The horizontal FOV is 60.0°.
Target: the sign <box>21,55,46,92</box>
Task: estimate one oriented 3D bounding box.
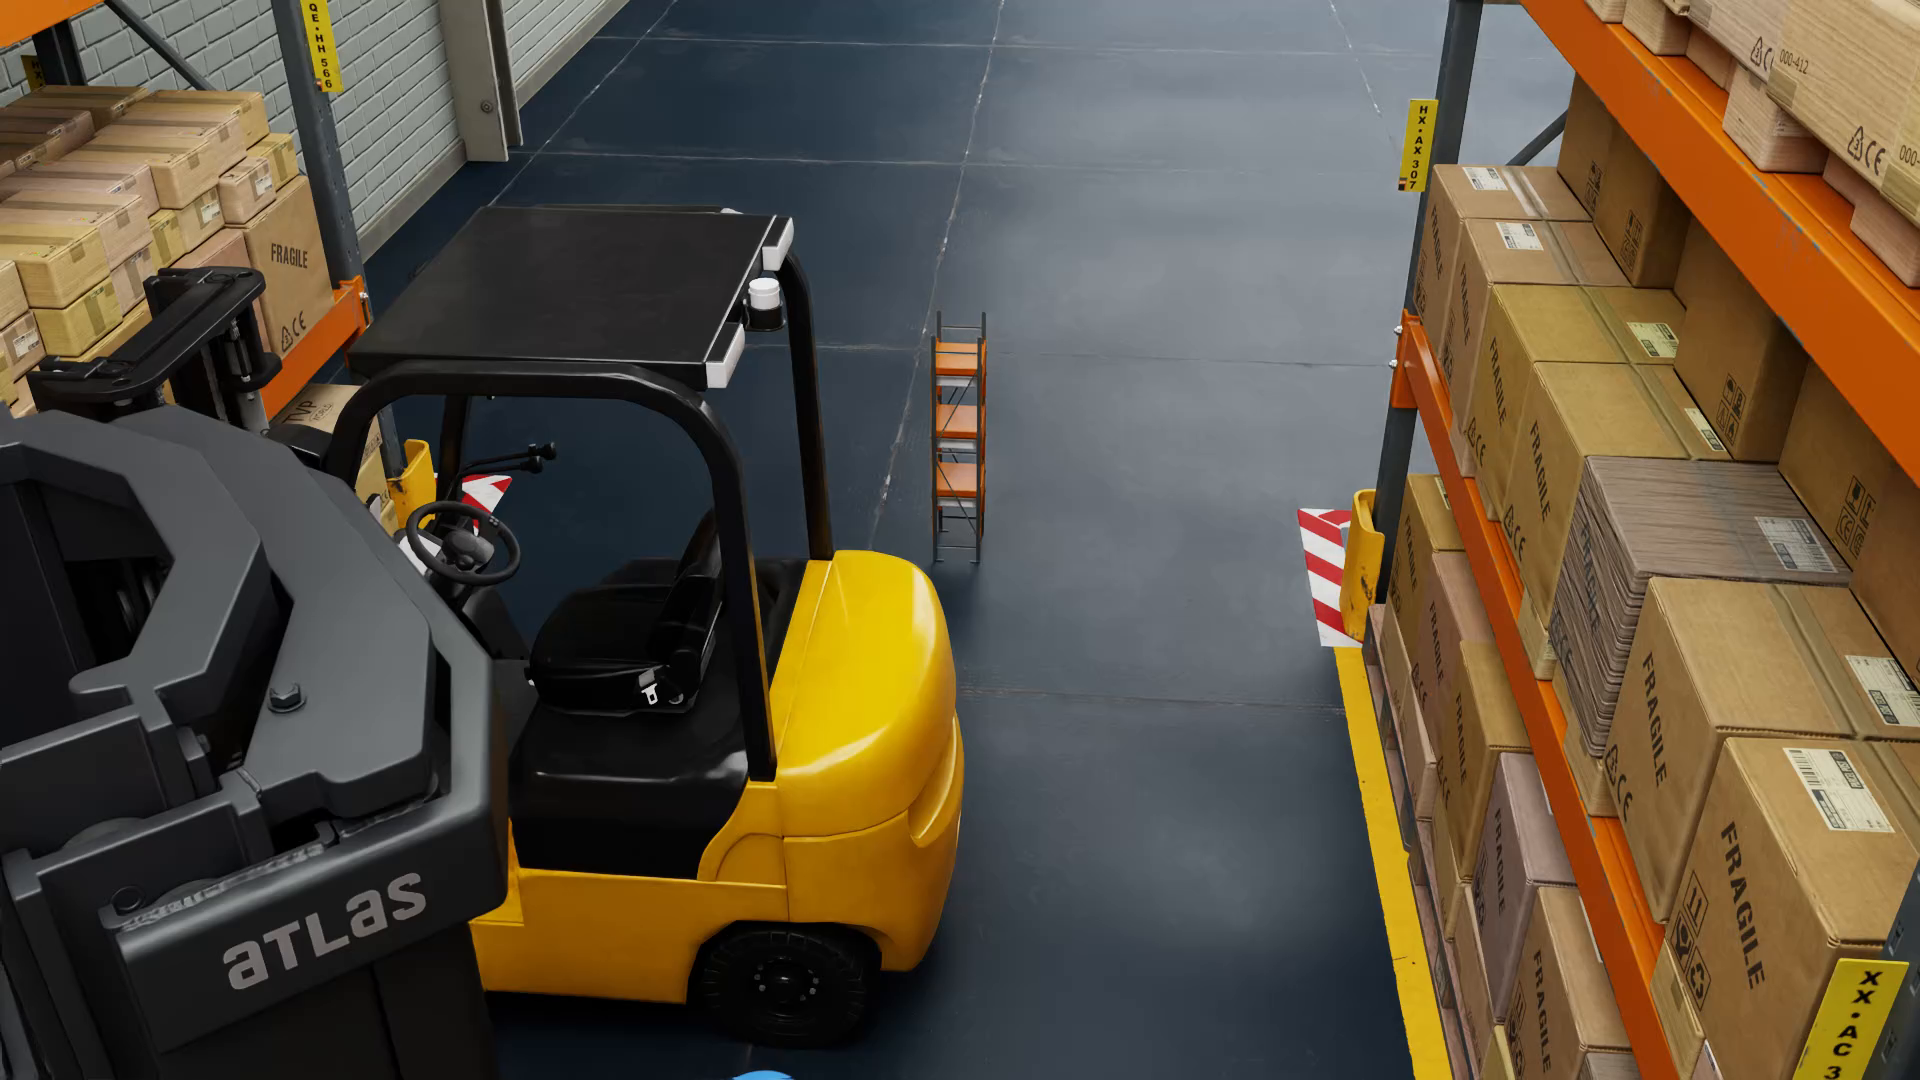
[{"bbox_3d":[-3.361,-1.620,6.119,0.100,0.325,0.005,2,32,4],"label":"sign"}]

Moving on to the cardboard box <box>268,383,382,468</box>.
[{"bbox_3d":[-2.535,-0.371,6.260,0.500,0.250,0.500,3,32,6],"label":"cardboard box"}]

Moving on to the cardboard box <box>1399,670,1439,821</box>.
[{"bbox_3d":[1.749,0.688,5.496,0.500,0.250,0.500,4,32,6],"label":"cardboard box"}]

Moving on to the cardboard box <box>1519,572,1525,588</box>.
[{"bbox_3d":[1.730,0.108,4.456,0.380,0.149,0.250,2,32,3],"label":"cardboard box"}]

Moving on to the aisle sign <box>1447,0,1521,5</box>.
[{"bbox_3d":[1.835,-2.133,5.374,0.394,0.787,0.004,2,32,4],"label":"aisle sign"}]

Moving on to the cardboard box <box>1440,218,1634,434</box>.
[{"bbox_3d":[1.785,-0.643,5.056,0.500,0.500,0.500,3,32,5],"label":"cardboard box"}]

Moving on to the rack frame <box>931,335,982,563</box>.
[{"bbox_3d":[-0.014,-0.355,6.826,0.200,1.050,0.008,2,32,4],"label":"rack frame"}]

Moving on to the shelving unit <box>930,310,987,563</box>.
[{"bbox_3d":[-0.004,-0.419,6.929,0.215,1.050,0.252,2,32,4],"label":"shelving unit"}]

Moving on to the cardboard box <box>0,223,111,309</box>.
[{"bbox_3d":[-2.632,-0.768,4.640,0.380,0.149,0.250,3,32,5],"label":"cardboard box"}]

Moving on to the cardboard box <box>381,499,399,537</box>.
[{"bbox_3d":[-2.532,0.060,6.514,0.500,0.250,0.500,3,32,4],"label":"cardboard box"}]

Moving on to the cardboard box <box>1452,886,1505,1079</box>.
[{"bbox_3d":[1.673,1.238,4.603,0.500,0.250,0.500,3,32,5],"label":"cardboard box"}]

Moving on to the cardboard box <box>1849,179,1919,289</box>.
[{"bbox_3d":[1.640,-0.500,2.583,0.380,0.149,0.250,3,32,4],"label":"cardboard box"}]

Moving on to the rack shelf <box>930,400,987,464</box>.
[{"bbox_3d":[-0.004,-0.410,6.935,0.215,0.259,0.240,2,32,4],"label":"rack shelf"}]

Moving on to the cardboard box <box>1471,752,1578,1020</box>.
[{"bbox_3d":[1.674,0.930,4.388,0.500,0.500,0.500,4,32,7],"label":"cardboard box"}]

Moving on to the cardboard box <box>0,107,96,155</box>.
[{"bbox_3d":[-3.133,-1.333,5.557,0.380,0.149,0.250,4,32,6],"label":"cardboard box"}]

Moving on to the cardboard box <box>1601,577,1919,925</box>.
[{"bbox_3d":[1.637,0.429,3.315,0.500,0.500,0.500,3,32,6],"label":"cardboard box"}]

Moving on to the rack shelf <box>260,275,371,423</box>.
[{"bbox_3d":[-2.971,0.161,4.815,1.077,0.370,4.000,2,32,4],"label":"rack shelf"}]

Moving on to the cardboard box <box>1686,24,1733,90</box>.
[{"bbox_3d":[1.756,-1.041,3.461,0.380,0.149,0.250,2,32,4],"label":"cardboard box"}]

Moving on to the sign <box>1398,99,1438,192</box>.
[{"bbox_3d":[1.598,-1.372,5.793,0.100,0.325,0.005,2,32,4],"label":"sign"}]

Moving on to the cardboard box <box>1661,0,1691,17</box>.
[{"bbox_3d":[1.703,-1.268,3.448,0.500,0.250,0.500,3,32,5],"label":"cardboard box"}]

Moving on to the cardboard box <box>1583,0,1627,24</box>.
[{"bbox_3d":[1.687,-1.315,3.906,0.380,0.149,0.250,3,32,5],"label":"cardboard box"}]

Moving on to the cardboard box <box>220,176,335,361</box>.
[{"bbox_3d":[-2.587,-0.965,5.861,0.500,0.500,0.500,2,32,3],"label":"cardboard box"}]

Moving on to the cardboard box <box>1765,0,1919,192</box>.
[{"bbox_3d":[1.621,-0.735,2.585,0.500,0.250,0.500,2,32,3],"label":"cardboard box"}]

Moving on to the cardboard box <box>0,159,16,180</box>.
[{"bbox_3d":[-3.146,-1.067,5.125,0.380,0.149,0.250,3,32,4],"label":"cardboard box"}]

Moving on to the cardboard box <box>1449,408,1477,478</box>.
[{"bbox_3d":[1.730,-0.306,5.127,0.380,0.149,0.250,3,32,5],"label":"cardboard box"}]

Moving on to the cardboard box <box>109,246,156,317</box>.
[{"bbox_3d":[-2.637,-0.777,4.939,0.380,0.149,0.250,1,32,2],"label":"cardboard box"}]

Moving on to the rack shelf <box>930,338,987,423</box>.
[{"bbox_3d":[-0.004,-0.652,6.786,0.215,0.259,0.240,2,32,4],"label":"rack shelf"}]

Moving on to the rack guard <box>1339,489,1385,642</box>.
[{"bbox_3d":[2.133,0.123,6.574,1.175,0.500,0.348,2,32,4],"label":"rack guard"}]

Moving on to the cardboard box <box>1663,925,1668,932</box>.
[{"bbox_3d":[1.648,0.773,3.376,0.380,0.149,0.250,3,32,4],"label":"cardboard box"}]

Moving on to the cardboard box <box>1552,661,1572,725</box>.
[{"bbox_3d":[1.666,0.373,4.025,0.380,0.149,0.250,2,32,3],"label":"cardboard box"}]

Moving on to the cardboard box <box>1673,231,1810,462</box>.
[{"bbox_3d":[2.148,-0.509,3.885,0.700,0.500,0.500,2,32,4],"label":"cardboard box"}]

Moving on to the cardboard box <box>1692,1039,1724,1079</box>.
[{"bbox_3d":[1.536,1.037,2.948,0.380,0.149,0.250,2,32,3],"label":"cardboard box"}]

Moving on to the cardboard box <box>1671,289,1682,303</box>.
[{"bbox_3d":[2.324,-0.593,4.974,0.500,0.500,0.500,3,32,4],"label":"cardboard box"}]

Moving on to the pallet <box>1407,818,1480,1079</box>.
[{"bbox_3d":[1.930,1.306,4.930,1.003,0.211,1.213,2,32,4],"label":"pallet"}]

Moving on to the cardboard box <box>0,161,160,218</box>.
[{"bbox_3d":[-2.705,-1.045,5.089,0.380,0.149,0.250,3,32,4],"label":"cardboard box"}]

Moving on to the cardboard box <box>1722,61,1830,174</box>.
[{"bbox_3d":[1.633,-0.775,3.028,0.380,0.149,0.250,3,32,5],"label":"cardboard box"}]

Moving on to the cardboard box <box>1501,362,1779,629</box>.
[{"bbox_3d":[1.712,-0.110,4.191,0.500,0.500,0.500,2,32,3],"label":"cardboard box"}]

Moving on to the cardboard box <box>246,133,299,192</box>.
[{"bbox_3d":[-2.557,-1.316,5.813,0.380,0.149,0.250,3,32,5],"label":"cardboard box"}]

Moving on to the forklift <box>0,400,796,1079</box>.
[{"bbox_3d":[-1.298,1.402,2.182,3.031,2.935,1.130,-21,37,-30],"label":"forklift"}]

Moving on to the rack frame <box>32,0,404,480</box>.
[{"bbox_3d":[-2.808,-1.191,6.323,1.000,3.000,0.127,2,32,4],"label":"rack frame"}]

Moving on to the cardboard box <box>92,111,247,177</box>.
[{"bbox_3d":[-2.617,-1.309,5.519,0.380,0.149,0.250,3,32,4],"label":"cardboard box"}]

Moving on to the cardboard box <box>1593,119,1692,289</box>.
[{"bbox_3d":[2.266,-1.035,4.738,0.700,0.500,0.500,3,32,4],"label":"cardboard box"}]

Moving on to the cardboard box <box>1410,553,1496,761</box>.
[{"bbox_3d":[1.758,0.388,5.267,0.500,0.500,0.500,1,32,2],"label":"cardboard box"}]

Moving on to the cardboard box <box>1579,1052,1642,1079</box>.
[{"bbox_3d":[1.594,1.463,3.523,0.500,0.500,0.500,2,32,3],"label":"cardboard box"}]

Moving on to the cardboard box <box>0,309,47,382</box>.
[{"bbox_3d":[-2.748,-0.518,4.517,0.380,0.149,0.250,2,32,4],"label":"cardboard box"}]

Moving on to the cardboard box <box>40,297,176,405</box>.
[{"bbox_3d":[-2.680,-0.426,4.987,0.500,0.500,0.500,2,32,3],"label":"cardboard box"}]

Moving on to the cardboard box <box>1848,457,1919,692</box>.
[{"bbox_3d":[2.129,0.029,3.012,0.700,0.500,0.500,3,32,4],"label":"cardboard box"}]

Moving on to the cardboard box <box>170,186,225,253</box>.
[{"bbox_3d":[-2.631,-1.048,5.378,0.380,0.149,0.250,3,32,5],"label":"cardboard box"}]
